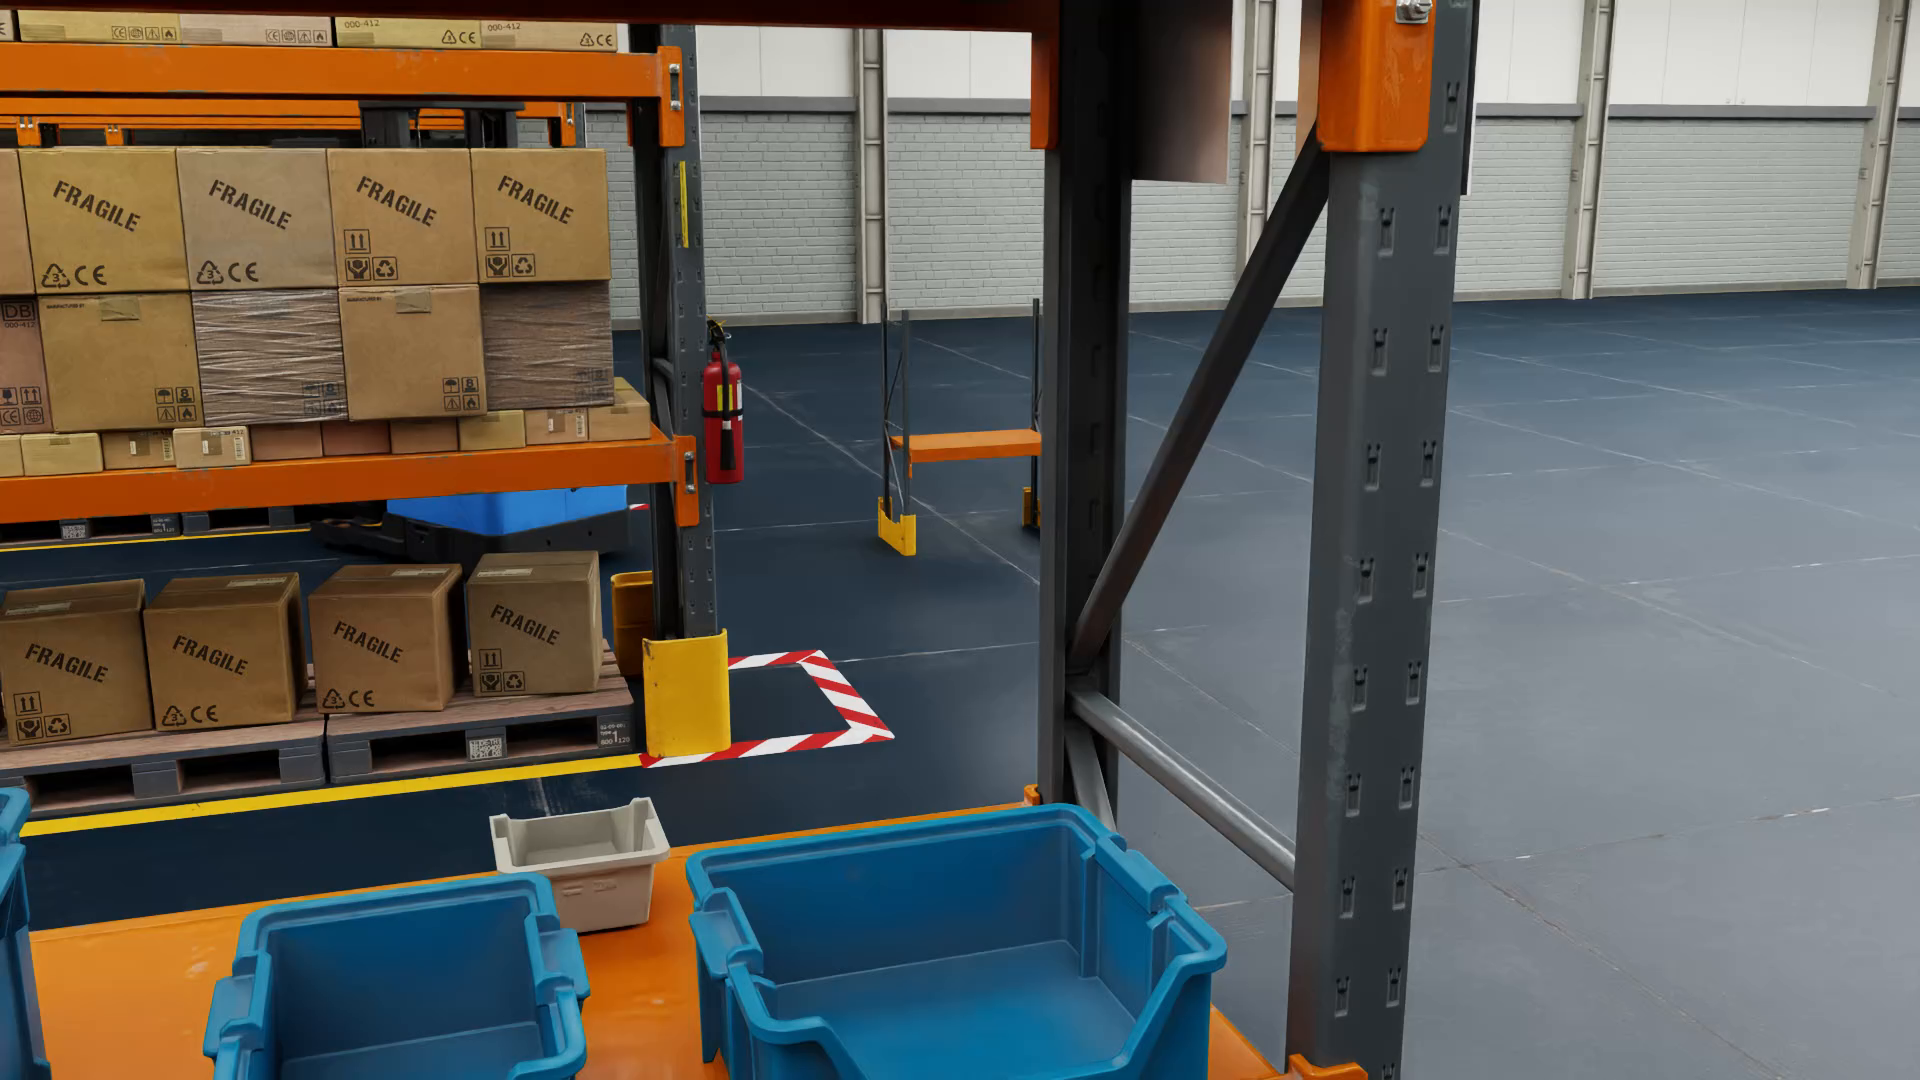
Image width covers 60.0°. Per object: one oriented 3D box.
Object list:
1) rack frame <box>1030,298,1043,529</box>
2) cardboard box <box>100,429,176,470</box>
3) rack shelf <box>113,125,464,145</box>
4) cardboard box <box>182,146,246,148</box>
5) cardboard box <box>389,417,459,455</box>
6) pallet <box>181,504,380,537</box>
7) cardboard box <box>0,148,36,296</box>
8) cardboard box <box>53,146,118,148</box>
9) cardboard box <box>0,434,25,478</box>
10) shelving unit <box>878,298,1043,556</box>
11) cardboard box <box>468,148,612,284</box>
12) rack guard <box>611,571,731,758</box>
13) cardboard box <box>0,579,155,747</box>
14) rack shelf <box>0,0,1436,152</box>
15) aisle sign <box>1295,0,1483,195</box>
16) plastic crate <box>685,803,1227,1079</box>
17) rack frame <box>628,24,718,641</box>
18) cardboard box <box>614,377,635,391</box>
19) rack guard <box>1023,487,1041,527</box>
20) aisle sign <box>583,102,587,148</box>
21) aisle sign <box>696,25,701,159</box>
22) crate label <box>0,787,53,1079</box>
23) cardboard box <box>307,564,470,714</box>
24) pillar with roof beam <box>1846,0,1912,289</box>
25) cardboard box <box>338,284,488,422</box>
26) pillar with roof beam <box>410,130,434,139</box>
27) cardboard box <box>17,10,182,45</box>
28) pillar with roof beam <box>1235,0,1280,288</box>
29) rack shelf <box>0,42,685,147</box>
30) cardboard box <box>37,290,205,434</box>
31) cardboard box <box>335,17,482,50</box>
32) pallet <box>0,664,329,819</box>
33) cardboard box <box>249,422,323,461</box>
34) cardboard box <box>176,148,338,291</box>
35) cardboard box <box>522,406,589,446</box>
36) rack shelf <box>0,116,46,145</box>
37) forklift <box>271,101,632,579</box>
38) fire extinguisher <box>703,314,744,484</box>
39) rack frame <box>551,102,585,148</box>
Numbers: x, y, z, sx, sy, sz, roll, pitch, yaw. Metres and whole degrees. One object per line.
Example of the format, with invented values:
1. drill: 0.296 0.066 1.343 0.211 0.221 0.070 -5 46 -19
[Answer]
1. rack frame: 0.563 -0.773 10.653 0.032 1.500 0.500 -4 14 -18
2. cardboard box: -3.076 -0.376 6.285 0.250 0.149 0.380 -4 14 -18
3. rack shelf: -7.867 -4.925 19.939 4.000 0.370 1.077 -4 14 -18
4. cardboard box: -6.714 -3.309 15.051 0.500 0.500 0.700 -5 14 -19
5. cardboard box: -2.128 -0.450 6.595 0.250 0.149 0.380 -4 14 -18
6. pallet: -4.597 -0.275 11.343 1.213 0.211 1.003 -4 14 -18
7. cardboard box: -3.560 -1.138 5.924 0.500 0.500 0.500 -4 14 -18
8. cardboard box: -7.690 -3.245 14.782 0.500 0.500 0.700 -5 14 -19
9. cardboard box: -3.539 -0.332 6.098 0.250 0.149 0.380 -4 14 -18
10. shelving unit: 0.072 -0.735 10.493 1.083 1.500 0.587 -4 14 -18
11. cardboard box: -1.667 -1.287 6.550 0.500 0.500 0.500 -4 14 -18
12. rack guard: -1.296 0.520 7.376 0.348 0.500 1.175 -4 14 -18
13. cardboard box: -3.520 0.478 6.647 0.500 0.500 0.500 -6 15 -23
14. rack shelf: -1.540 -0.577 1.659 4.000 0.370 1.077 -4 14 -18
15. aisle sign: 0.518 -0.820 1.991 0.004 0.787 0.394 -4 14 -18
16. plastic crate: -0.023 0.560 2.129 0.616 0.251 0.499 -4 14 -18
17. rack frame: -1.224 -0.702 7.110 0.127 3.000 1.000 -4 14 -18
18. cardboard box: -1.570 -0.611 7.271 0.250 0.149 0.380 -4 14 -18
19. rack guard: 0.544 -0.164 10.792 0.087 0.250 0.587 -4 14 -18
20. aisle sign: -2.547 -3.001 11.160 0.004 0.787 0.394 -4 14 -18
21. aisle sign: -1.070 -1.905 6.552 0.004 0.787 0.394 -4 14 -18
22. crate label: -1.303 0.563 1.719 0.616 0.435 0.502 -4 14 -18
23. cardboard box: -2.377 0.404 6.956 0.500 0.500 0.500 -1 13 -3
24. pillar with roof beam: 17.201 -7.855 24.221 0.400 9.000 9.100 -4 14 -18
25. cardboard box: -2.190 -0.797 6.653 0.500 0.500 0.875 -4 14 -18
26. pillar with roof beam: -5.546 -6.084 16.775 0.400 9.000 9.100 -4 14 -18
27. cardboard box: -3.036 -1.885 5.927 0.500 0.250 0.500 -5 14 -19
28. pillar with roof beam: 5.827 -6.970 20.498 0.400 9.000 9.100 -4 14 -18
29. rack shelf: -3.120 -1.663 6.226 4.000 0.370 1.077 -4 14 -18
30. cardboard box: -3.155 -0.735 6.394 0.500 0.500 0.875 -4 14 -18
31. cardboard box: -2.072 -1.959 6.239 0.500 0.250 0.500 -4 14 -18
32. pallet: -3.232 0.802 6.815 1.213 0.211 1.003 -4 14 -18
33. cardboard box: -2.608 -0.417 6.458 0.250 0.149 0.380 -4 14 -18
34. cardboard box: -2.613 -1.212 6.237 0.500 0.500 0.500 -4 14 -18
35. cardboard box: -1.666 -0.495 6.784 0.250 0.149 0.380 -4 14 -18
36. rack shelf: -10.071 -3.542 14.122 4.000 0.370 1.077 -4 14 -18
37. forklift: -3.476 -1.449 10.399 3.031 2.935 1.130 11 17 38
38. fire extinguisher: -0.969 -0.571 6.730 0.183 0.674 0.296 -4 14 -18
39. rack frame: -2.710 -1.797 11.715 0.127 3.000 1.000 -4 14 -18
